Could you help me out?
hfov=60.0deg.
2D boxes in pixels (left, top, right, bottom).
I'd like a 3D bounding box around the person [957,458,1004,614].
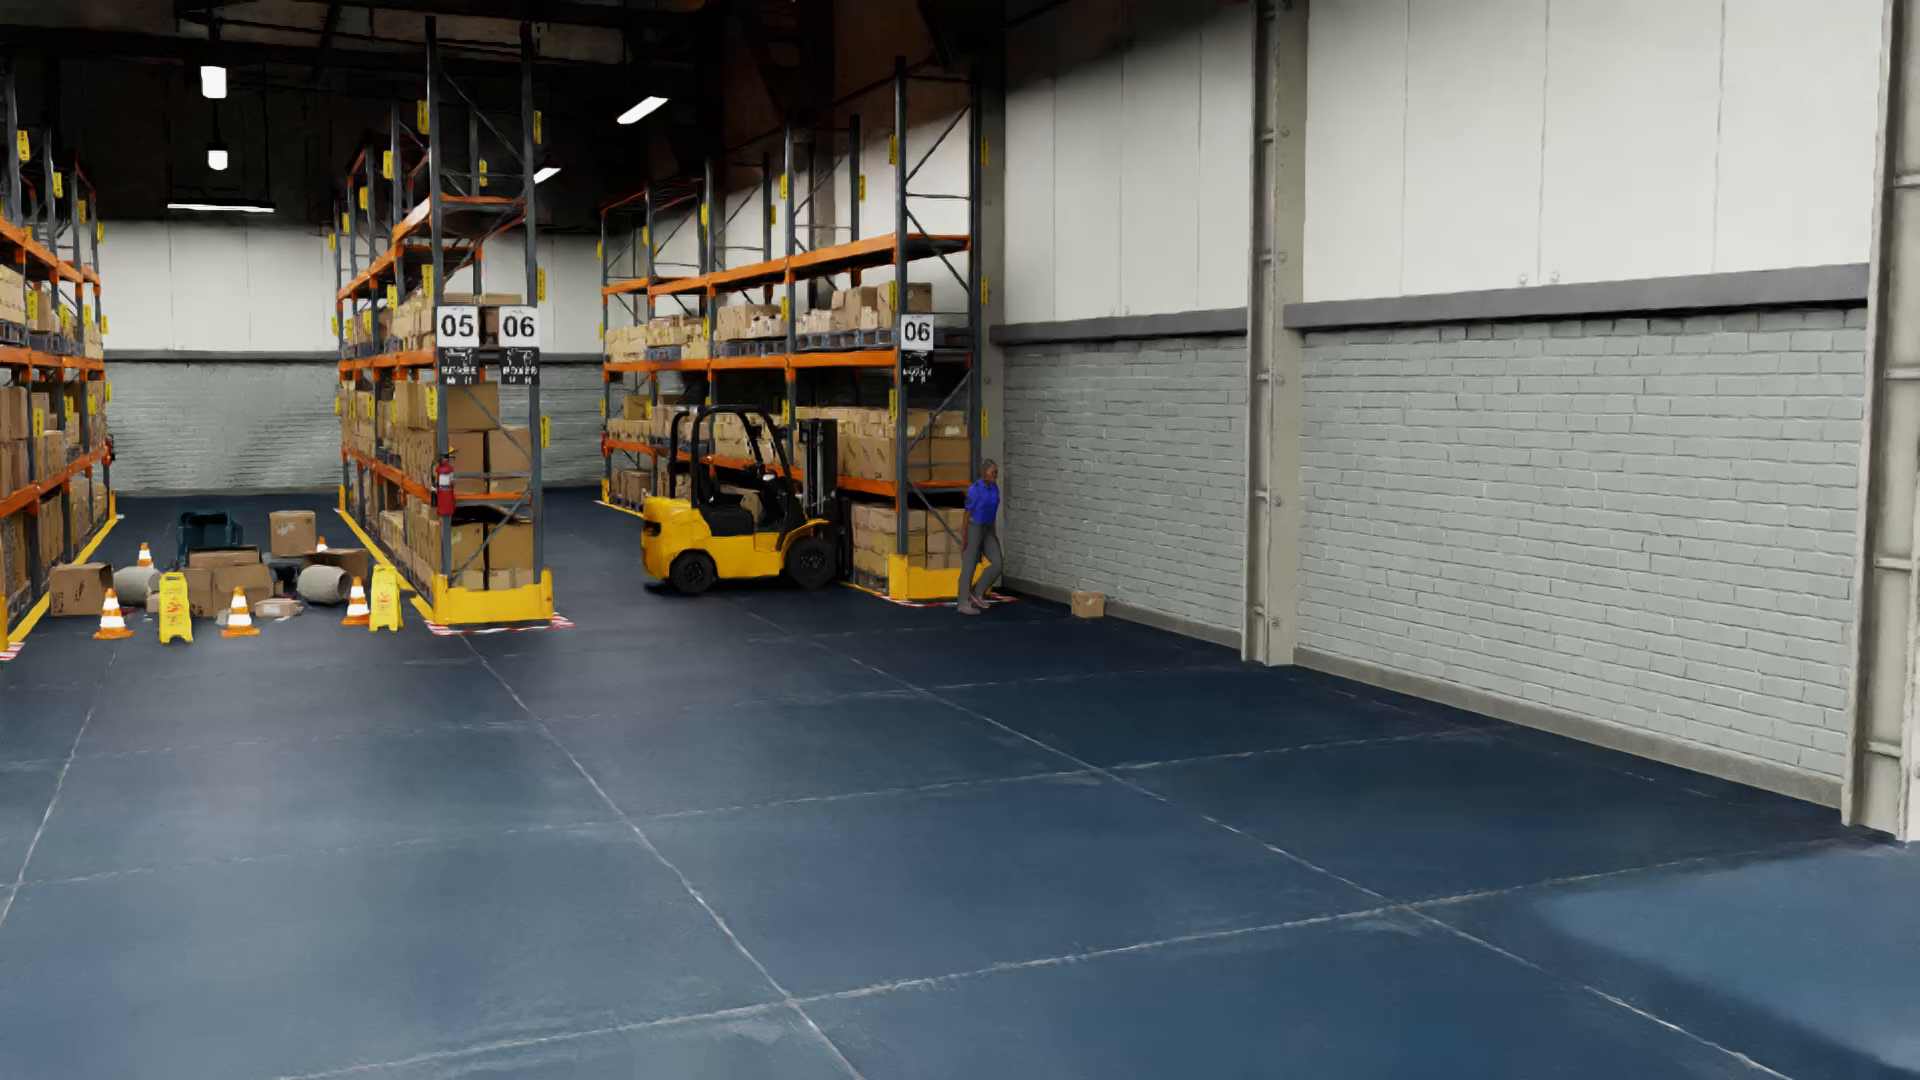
[{"bbox_3d":[0.210,-0.043,17.421,0.487,1.636,0.463,5,8,43],"label":"person"}]
